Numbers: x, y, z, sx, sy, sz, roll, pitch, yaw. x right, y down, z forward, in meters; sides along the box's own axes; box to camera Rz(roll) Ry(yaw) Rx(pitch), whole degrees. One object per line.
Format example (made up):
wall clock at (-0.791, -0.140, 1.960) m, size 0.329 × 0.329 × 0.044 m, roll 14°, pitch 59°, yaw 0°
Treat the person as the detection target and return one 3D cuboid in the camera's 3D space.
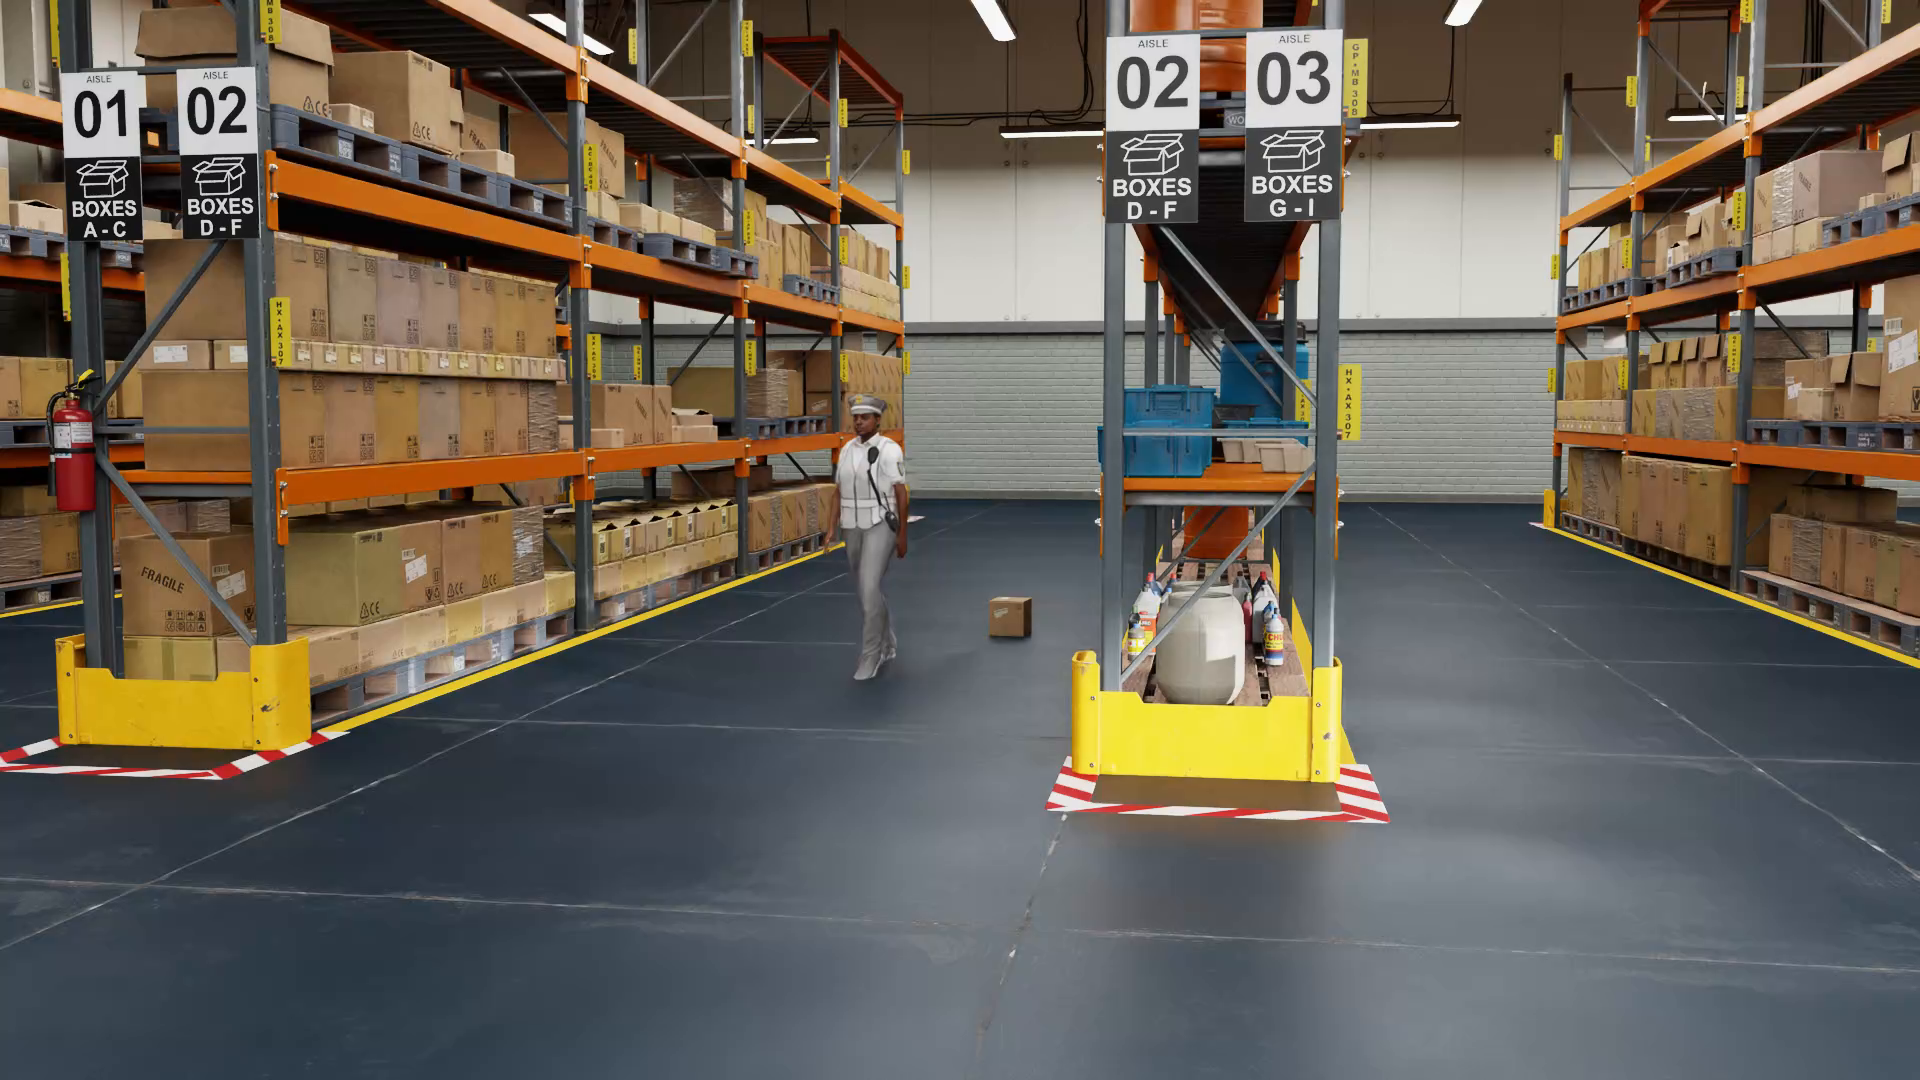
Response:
person at (-0.568, -0.019, 10.161) m, size 0.456 × 1.748 × 0.589 m, roll 3°, pitch 6°, yaw 34°
